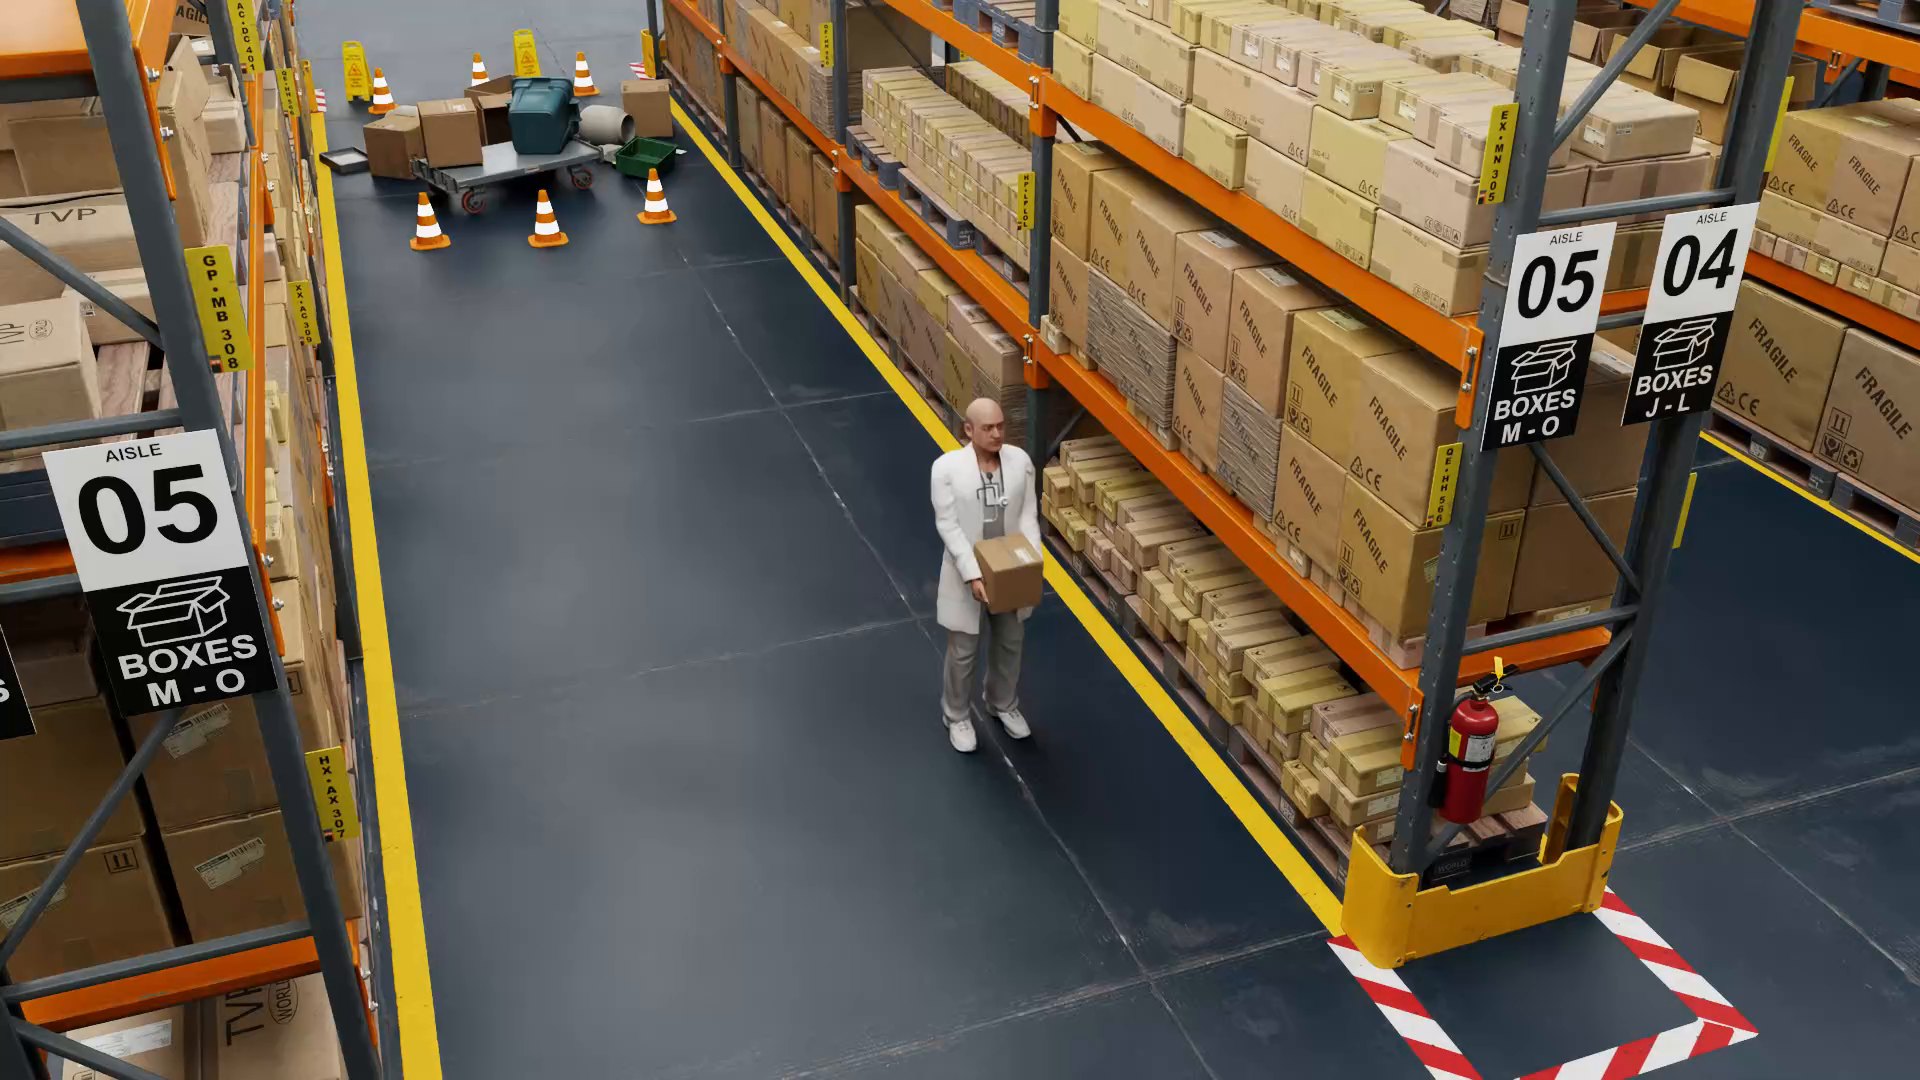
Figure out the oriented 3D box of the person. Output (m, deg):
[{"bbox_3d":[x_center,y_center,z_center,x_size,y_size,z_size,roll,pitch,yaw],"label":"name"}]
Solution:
[{"bbox_3d":[0.158,0.206,7.998,0.535,1.777,0.554,-11,31,-19],"label":"person"}]
